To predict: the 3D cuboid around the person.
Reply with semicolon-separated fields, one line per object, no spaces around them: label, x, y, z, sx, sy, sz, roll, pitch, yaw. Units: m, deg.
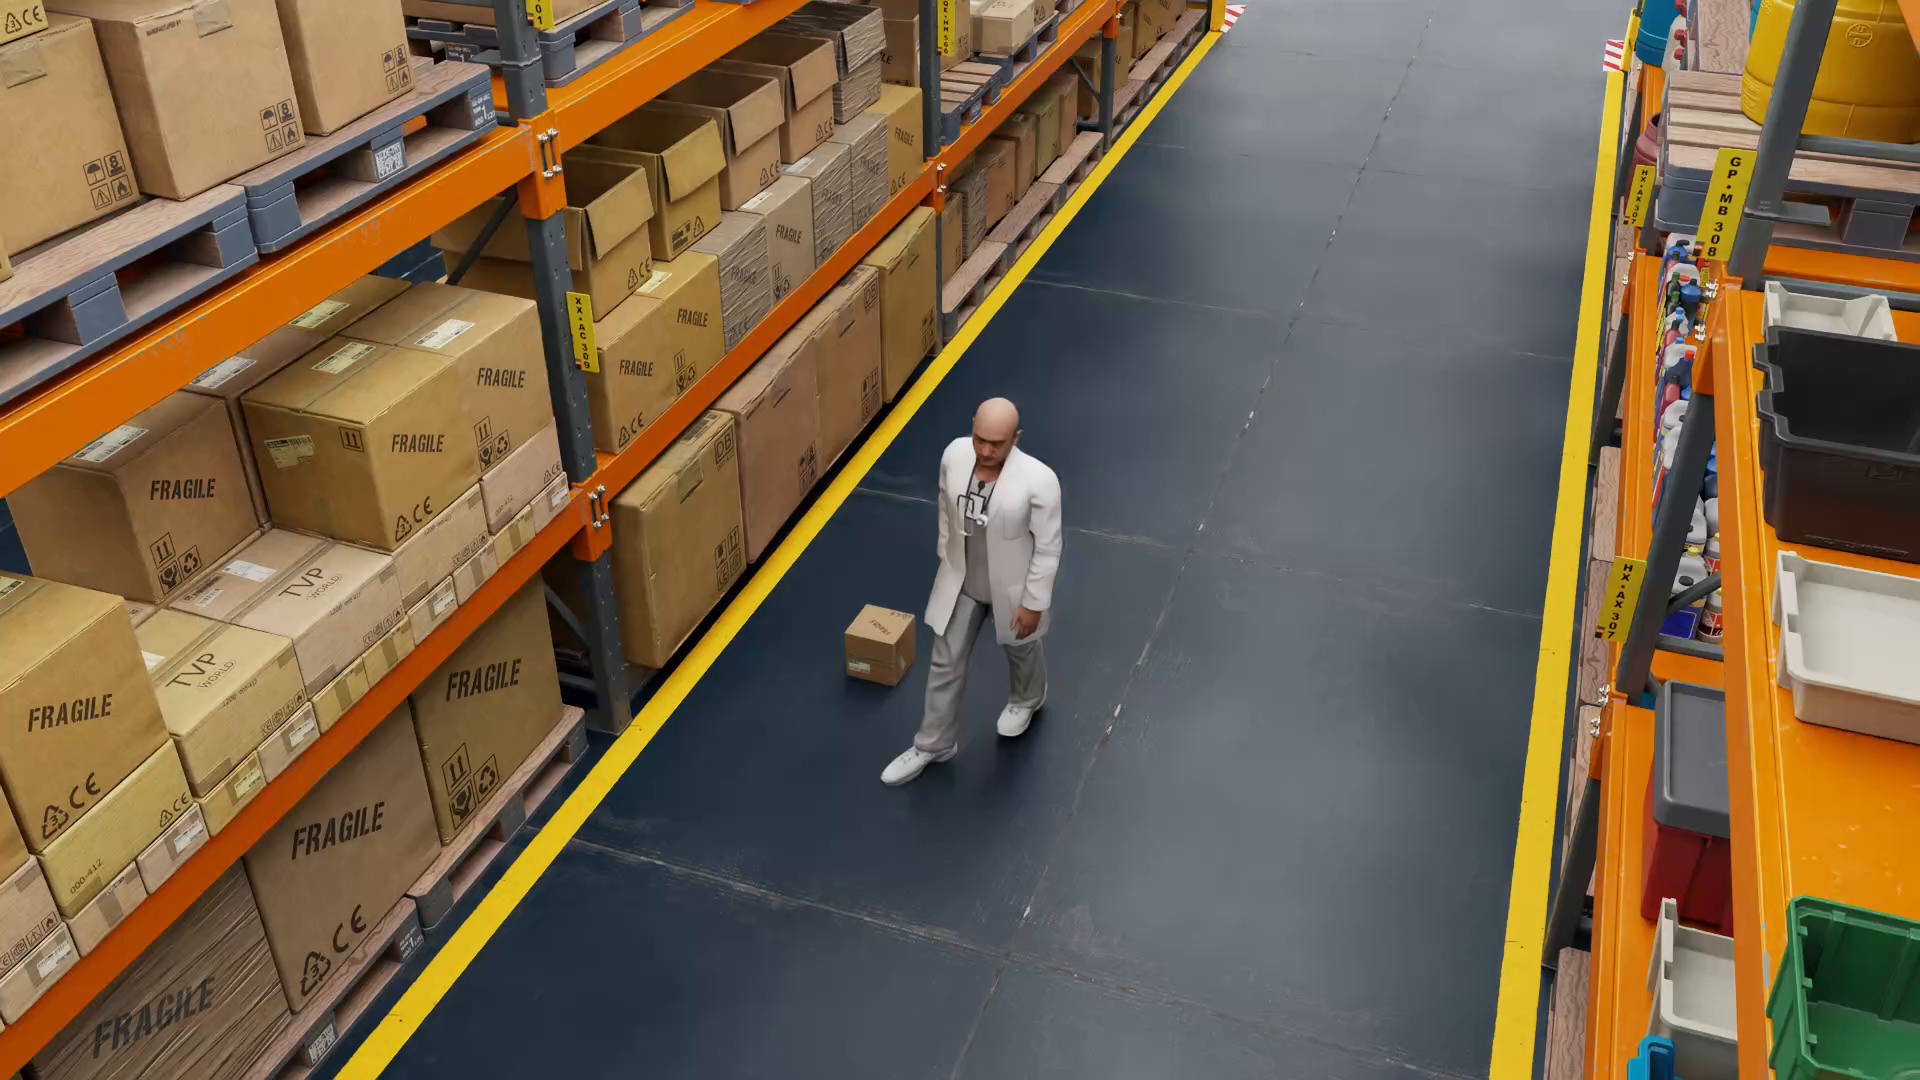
person;0.119;0.180;6.867;0.648;1.780;0.835;15;36;22
